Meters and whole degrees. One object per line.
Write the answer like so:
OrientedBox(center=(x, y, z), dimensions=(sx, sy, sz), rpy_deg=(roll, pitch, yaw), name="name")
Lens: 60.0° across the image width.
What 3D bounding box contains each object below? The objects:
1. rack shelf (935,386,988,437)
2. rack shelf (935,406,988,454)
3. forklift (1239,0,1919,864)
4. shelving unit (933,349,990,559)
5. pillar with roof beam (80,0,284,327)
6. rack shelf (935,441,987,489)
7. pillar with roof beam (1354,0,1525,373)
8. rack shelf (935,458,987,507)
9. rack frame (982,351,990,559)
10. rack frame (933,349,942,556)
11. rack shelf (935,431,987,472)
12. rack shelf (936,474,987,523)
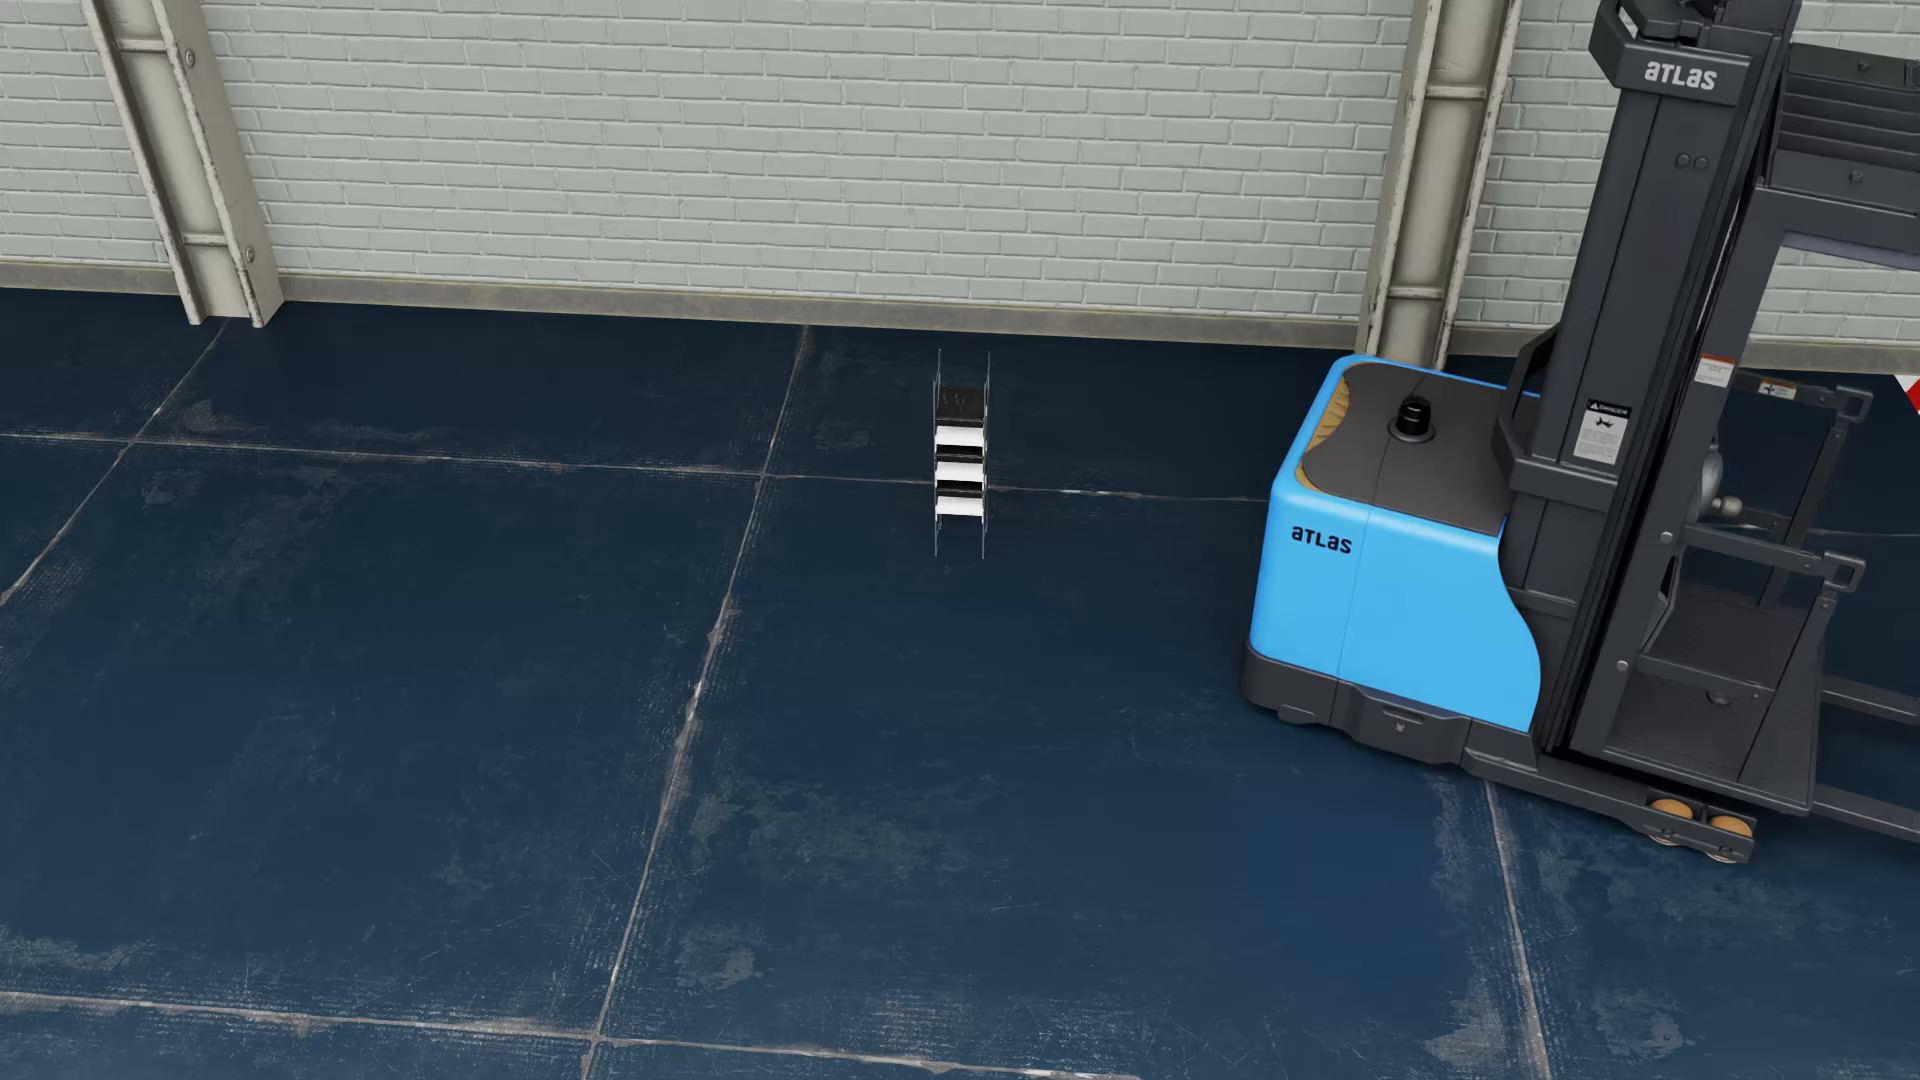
OrientedBox(center=(0.008, -0.532, 6.816), dimensions=(0.200, 0.077, 0.258), rpy_deg=(3, 39, 4), name="rack shelf")
OrientedBox(center=(0.008, -0.462, 6.873), dimensions=(0.200, 0.077, 0.258), rpy_deg=(3, 39, 4), name="rack shelf")
OrientedBox(center=(2.641, -0.385, 5.402), dimensions=(3.031, 2.935, 1.130), rpy_deg=(16, 42, 19), name="forklift")
OrientedBox(center=(0.008, -0.349, 6.965), dimensions=(0.210, 0.900, 0.258), rpy_deg=(3, 39, 4), name="shelving unit")
OrientedBox(center=(-4.160, -1.989, 2.566), dimensions=(0.400, 9.000, 9.100), rpy_deg=(3, 39, 4), name="pillar with roof beam")
OrientedBox(center=(0.008, -0.323, 6.986), dimensions=(0.200, 0.077, 0.258), rpy_deg=(3, 39, 4), name="rack shelf")
OrientedBox(center=(1.818, -1.663, 2.164), dimensions=(0.400, 9.000, 9.100), rpy_deg=(3, 39, 4), name="pillar with roof beam")
OrientedBox(center=(0.008, -0.253, 7.043), dimensions=(0.200, 0.077, 0.258), rpy_deg=(3, 39, 4), name="rack shelf")
OrientedBox(center=(0.109, -0.343, 6.959), dimensions=(0.006, 0.900, 0.240), rpy_deg=(3, 39, 4), name="rack frame")
OrientedBox(center=(-0.093, -0.354, 6.972), dimensions=(0.006, 0.900, 0.240), rpy_deg=(3, 39, 4), name="rack frame")
OrientedBox(center=(0.008, -0.393, 6.930), dimensions=(0.200, 0.077, 0.258), rpy_deg=(3, 39, 4), name="rack shelf")
OrientedBox(center=(0.008, -0.183, 7.100), dimensions=(0.200, 0.077, 0.258), rpy_deg=(3, 39, 4), name="rack shelf")
